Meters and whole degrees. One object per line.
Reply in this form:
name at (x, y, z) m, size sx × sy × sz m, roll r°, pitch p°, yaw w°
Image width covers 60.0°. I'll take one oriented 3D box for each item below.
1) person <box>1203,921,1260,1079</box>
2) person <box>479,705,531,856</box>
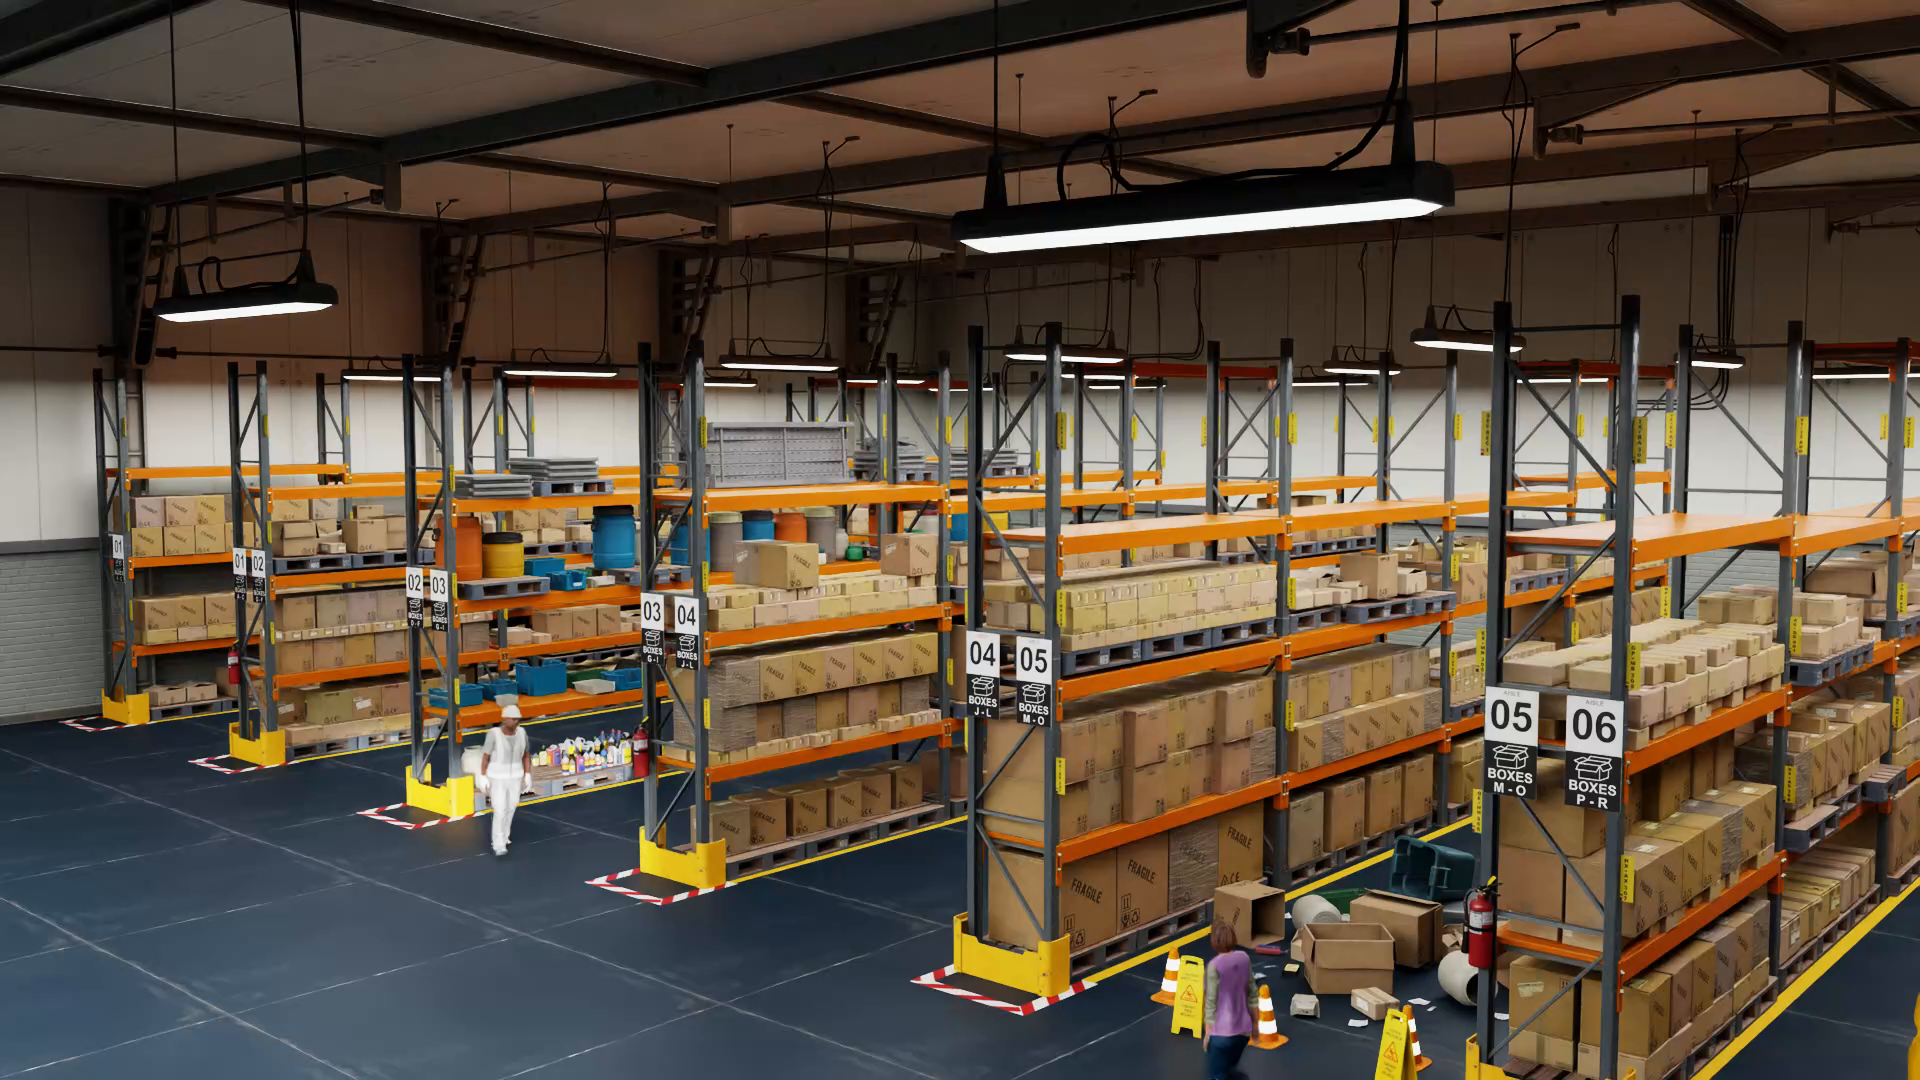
person at (1.949, 3.491, 11.754) m, size 0.419 × 1.584 × 0.516 m, roll -3°, pitch 5°, yaw -36°
person at (-5.423, 2.845, 19.878) m, size 0.612 × 1.757 × 0.861 m, roll -4°, pitch 6°, yaw -41°
